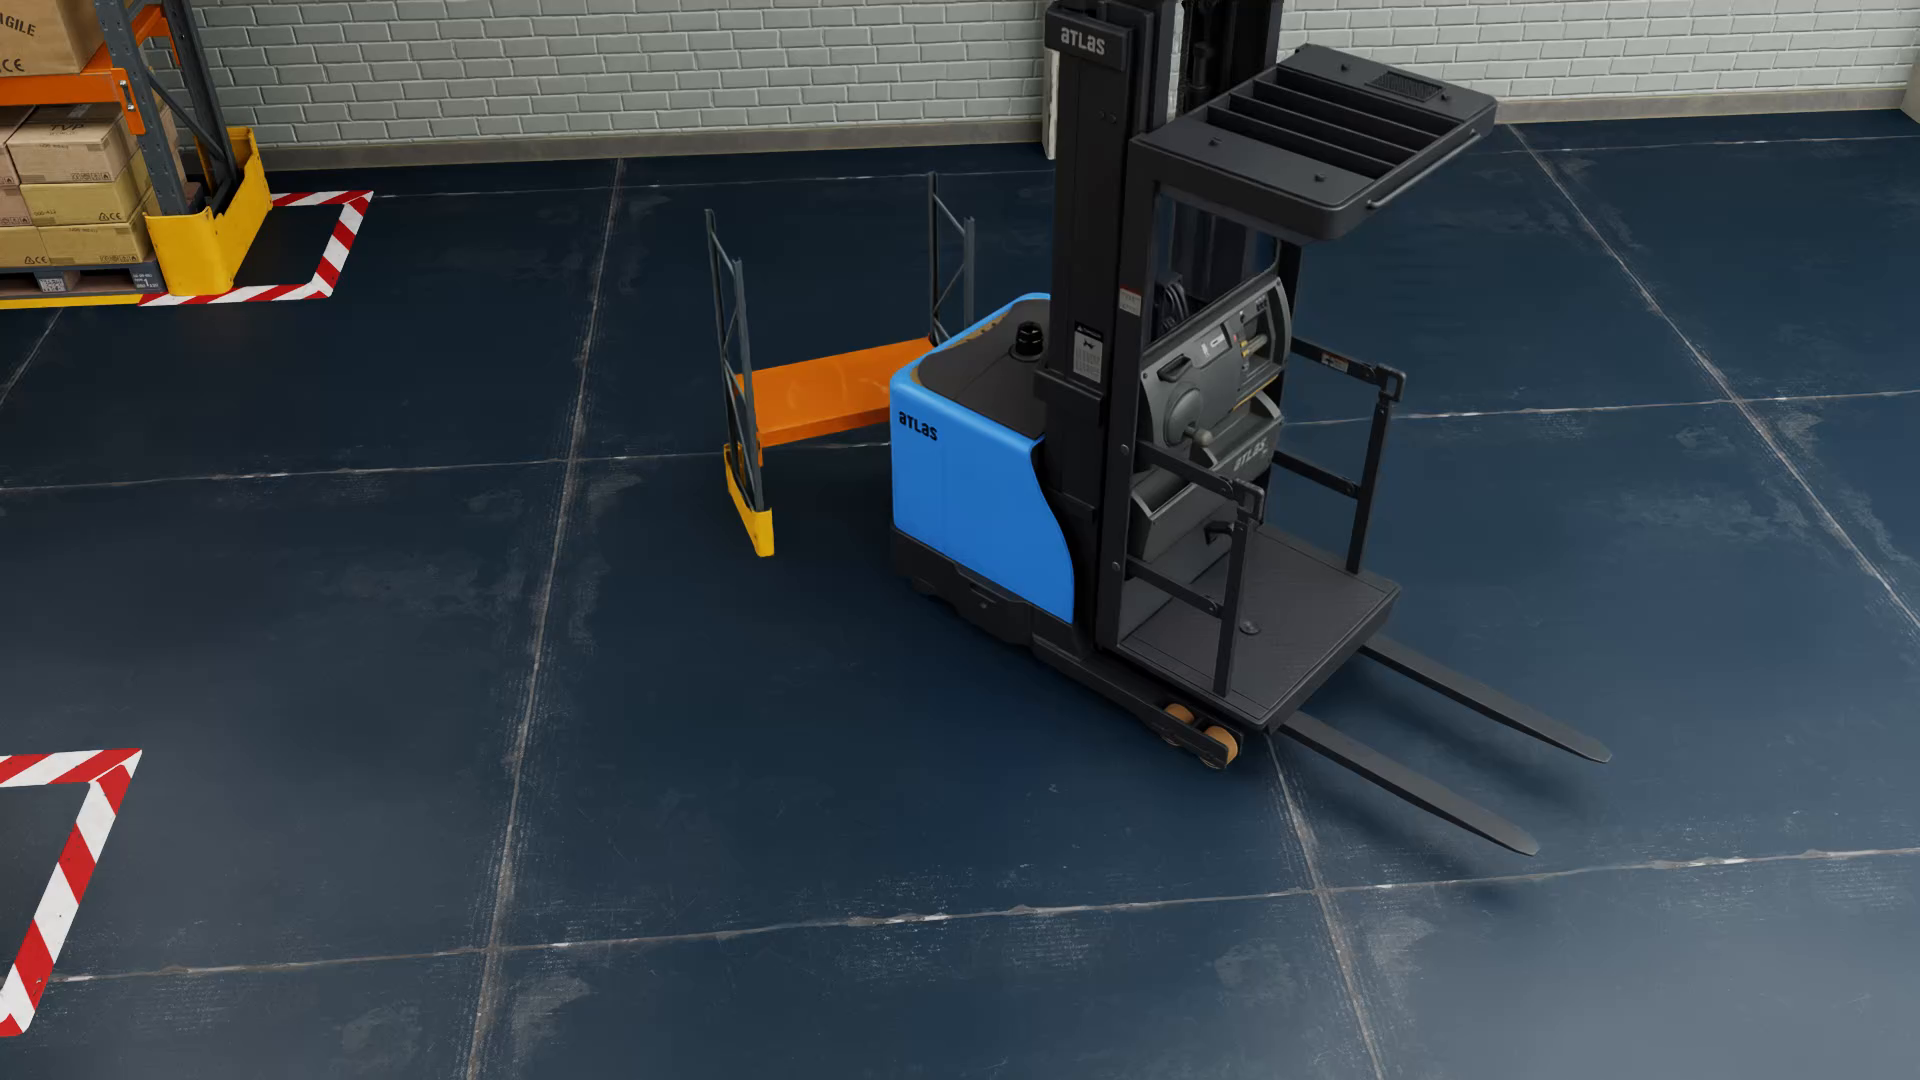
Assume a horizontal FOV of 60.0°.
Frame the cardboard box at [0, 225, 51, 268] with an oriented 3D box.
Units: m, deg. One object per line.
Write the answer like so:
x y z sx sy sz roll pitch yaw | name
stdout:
-5.381 -1.779 9.464 0.500 0.250 0.500 -3 38 -4 | cardboard box

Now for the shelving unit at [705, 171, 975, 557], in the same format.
-0.524 -0.795 7.546 1.083 1.500 0.587 -13 40 -16 | shelving unit

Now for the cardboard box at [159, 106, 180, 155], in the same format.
-4.931 -2.320 9.746 0.500 0.250 0.500 -2 38 -3 | cardboard box

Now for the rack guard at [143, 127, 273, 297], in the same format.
-4.421 -1.956 9.825 0.348 0.500 1.175 -3 38 -4 | rack guard

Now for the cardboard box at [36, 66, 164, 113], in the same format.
-4.940 -2.504 9.576 0.500 0.250 0.500 -4 38 -5 | cardboard box

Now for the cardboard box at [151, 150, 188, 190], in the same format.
-4.951 -2.115 9.890 0.500 0.250 0.500 -3 38 -4 | cardboard box

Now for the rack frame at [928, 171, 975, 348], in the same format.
-0.040 -0.908 7.690 0.032 1.500 0.500 -13 40 -16 | rack frame

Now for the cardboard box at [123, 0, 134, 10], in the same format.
-4.963 -3.119 9.201 0.500 0.500 0.500 -2 38 -3 | cardboard box

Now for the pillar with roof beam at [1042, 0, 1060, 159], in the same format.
1.140 -3.482 4.898 0.400 9.000 9.100 -3 38 -4 | pillar with roof beam

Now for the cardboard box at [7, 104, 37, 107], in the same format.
-5.438 -2.475 9.538 0.500 0.250 0.500 -3 38 -4 | cardboard box

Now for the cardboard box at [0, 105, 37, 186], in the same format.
-5.384 -2.164 9.145 0.500 0.250 0.500 -2 38 -3 | cardboard box

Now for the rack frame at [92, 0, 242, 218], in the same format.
-4.445 -2.936 9.049 0.127 3.000 1.000 -3 38 -4 | rack frame

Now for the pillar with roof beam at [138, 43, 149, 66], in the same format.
-4.837 -3.153 4.481 0.400 9.000 9.100 -3 38 -4 | pillar with roof beam

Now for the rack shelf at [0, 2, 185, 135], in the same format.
-6.437 -2.544 9.133 4.000 0.370 1.077 -3 38 -4 | rack shelf

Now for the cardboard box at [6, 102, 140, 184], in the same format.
-4.876 -2.196 9.185 0.500 0.250 0.500 -2 38 -2 | cardboard box

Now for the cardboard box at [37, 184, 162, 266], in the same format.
-4.885 -1.801 9.491 0.500 0.250 0.500 -3 38 -4 | cardboard box

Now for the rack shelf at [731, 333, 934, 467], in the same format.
-0.516 -0.656 7.660 1.000 0.185 0.538 -13 40 -16 | rack shelf

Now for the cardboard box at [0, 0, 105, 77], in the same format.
-4.912 -2.786 8.779 0.500 0.500 0.500 -4 38 -5 | cardboard box

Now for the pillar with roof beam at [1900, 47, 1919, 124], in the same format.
7.116 -3.811 5.315 0.400 9.000 9.100 -3 38 -4 | pillar with roof beam

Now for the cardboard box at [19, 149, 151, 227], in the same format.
-4.902 -1.998 9.338 0.500 0.250 0.500 -4 38 -5 | cardboard box

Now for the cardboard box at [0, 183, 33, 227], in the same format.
-5.402 -1.977 9.311 0.500 0.250 0.500 -3 38 -4 | cardboard box

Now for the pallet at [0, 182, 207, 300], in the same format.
-5.203 -1.773 9.827 1.213 0.211 1.003 -3 38 -4 | pallet

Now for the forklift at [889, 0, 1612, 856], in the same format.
1.132 -0.616 6.164 3.031 2.935 1.130 28 46 31 | forklift

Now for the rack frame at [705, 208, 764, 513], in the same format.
-0.991 -0.685 7.408 0.032 1.500 0.500 -13 40 -16 | rack frame

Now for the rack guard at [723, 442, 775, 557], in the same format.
-0.990 -0.195 7.795 0.087 0.250 0.587 -13 40 -16 | rack guard
